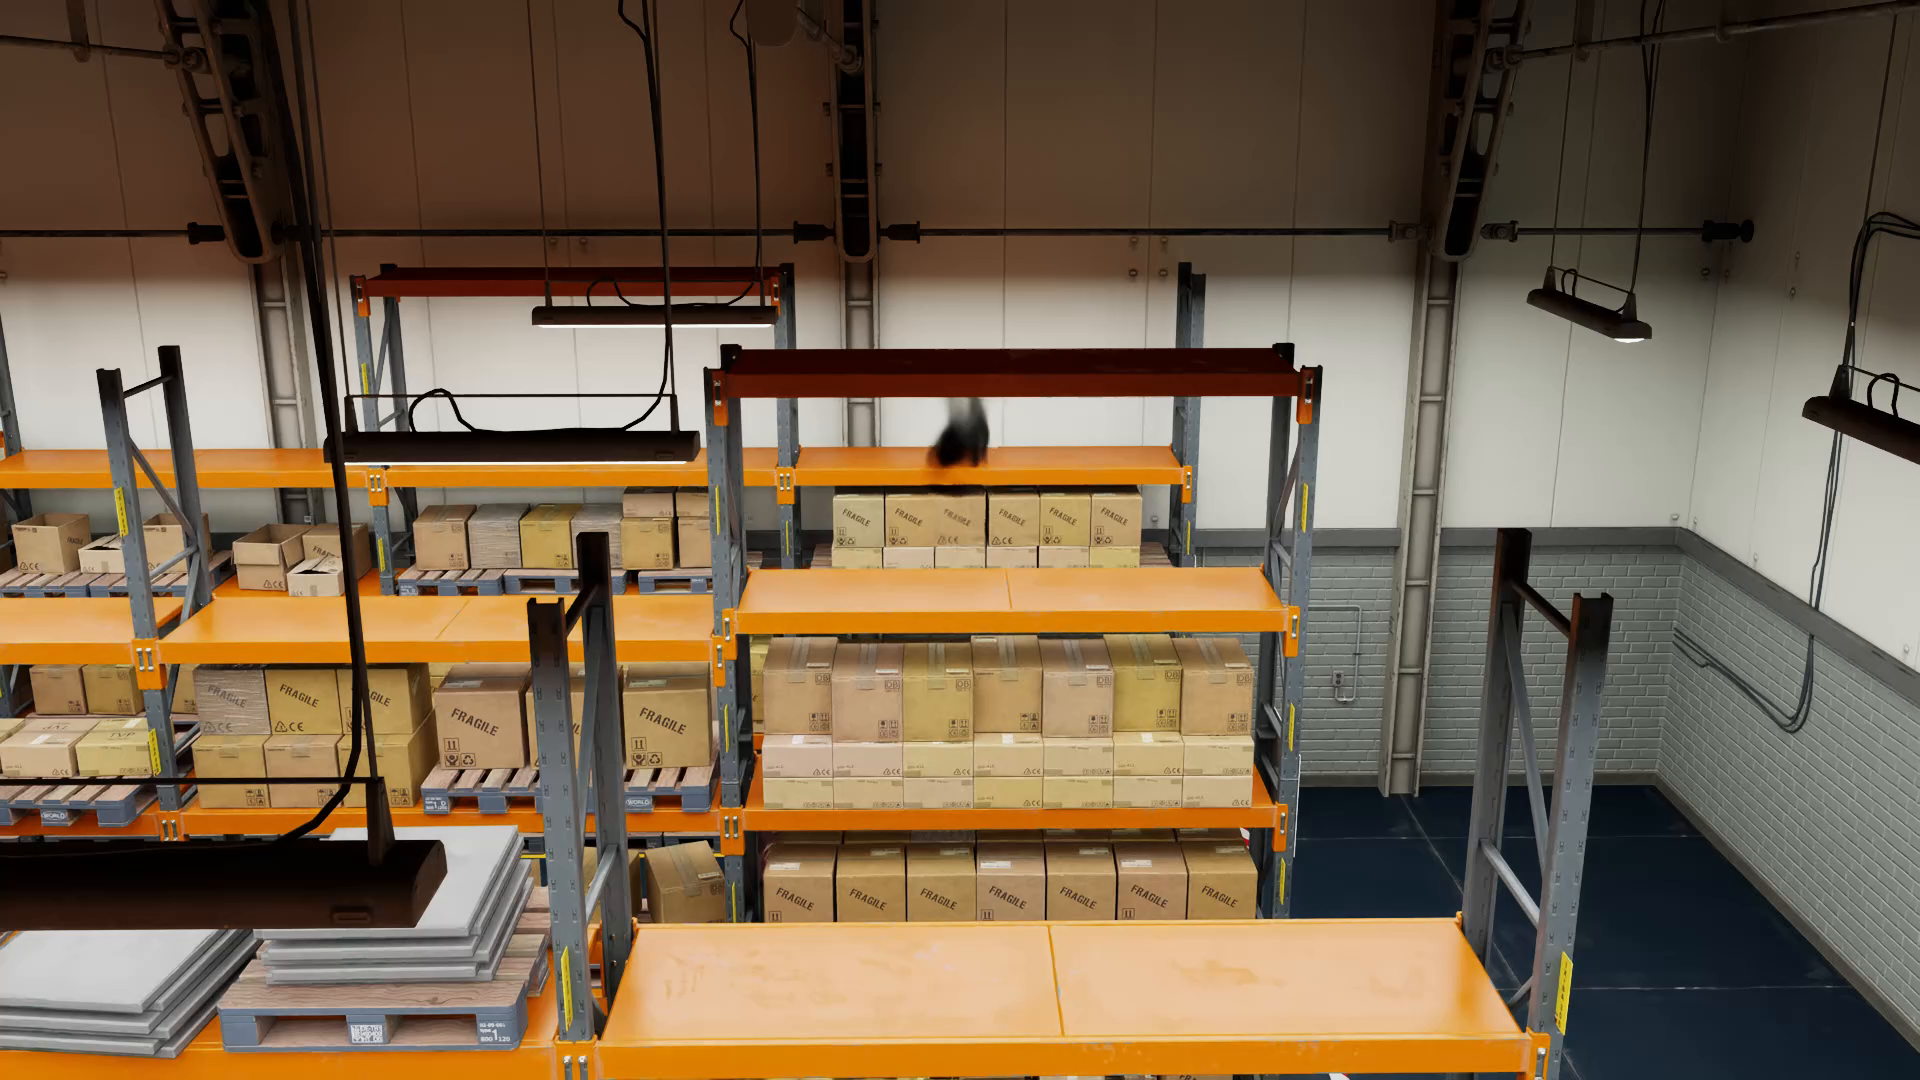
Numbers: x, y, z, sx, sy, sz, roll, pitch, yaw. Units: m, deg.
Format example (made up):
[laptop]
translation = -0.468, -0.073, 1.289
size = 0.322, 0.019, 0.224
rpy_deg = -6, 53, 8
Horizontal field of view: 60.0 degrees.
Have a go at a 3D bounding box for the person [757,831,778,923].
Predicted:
[person]
translation = -1.923, 2.894, 15.466
size = 0.984, 1.704, 0.781
rpy_deg = -15, 22, -42
